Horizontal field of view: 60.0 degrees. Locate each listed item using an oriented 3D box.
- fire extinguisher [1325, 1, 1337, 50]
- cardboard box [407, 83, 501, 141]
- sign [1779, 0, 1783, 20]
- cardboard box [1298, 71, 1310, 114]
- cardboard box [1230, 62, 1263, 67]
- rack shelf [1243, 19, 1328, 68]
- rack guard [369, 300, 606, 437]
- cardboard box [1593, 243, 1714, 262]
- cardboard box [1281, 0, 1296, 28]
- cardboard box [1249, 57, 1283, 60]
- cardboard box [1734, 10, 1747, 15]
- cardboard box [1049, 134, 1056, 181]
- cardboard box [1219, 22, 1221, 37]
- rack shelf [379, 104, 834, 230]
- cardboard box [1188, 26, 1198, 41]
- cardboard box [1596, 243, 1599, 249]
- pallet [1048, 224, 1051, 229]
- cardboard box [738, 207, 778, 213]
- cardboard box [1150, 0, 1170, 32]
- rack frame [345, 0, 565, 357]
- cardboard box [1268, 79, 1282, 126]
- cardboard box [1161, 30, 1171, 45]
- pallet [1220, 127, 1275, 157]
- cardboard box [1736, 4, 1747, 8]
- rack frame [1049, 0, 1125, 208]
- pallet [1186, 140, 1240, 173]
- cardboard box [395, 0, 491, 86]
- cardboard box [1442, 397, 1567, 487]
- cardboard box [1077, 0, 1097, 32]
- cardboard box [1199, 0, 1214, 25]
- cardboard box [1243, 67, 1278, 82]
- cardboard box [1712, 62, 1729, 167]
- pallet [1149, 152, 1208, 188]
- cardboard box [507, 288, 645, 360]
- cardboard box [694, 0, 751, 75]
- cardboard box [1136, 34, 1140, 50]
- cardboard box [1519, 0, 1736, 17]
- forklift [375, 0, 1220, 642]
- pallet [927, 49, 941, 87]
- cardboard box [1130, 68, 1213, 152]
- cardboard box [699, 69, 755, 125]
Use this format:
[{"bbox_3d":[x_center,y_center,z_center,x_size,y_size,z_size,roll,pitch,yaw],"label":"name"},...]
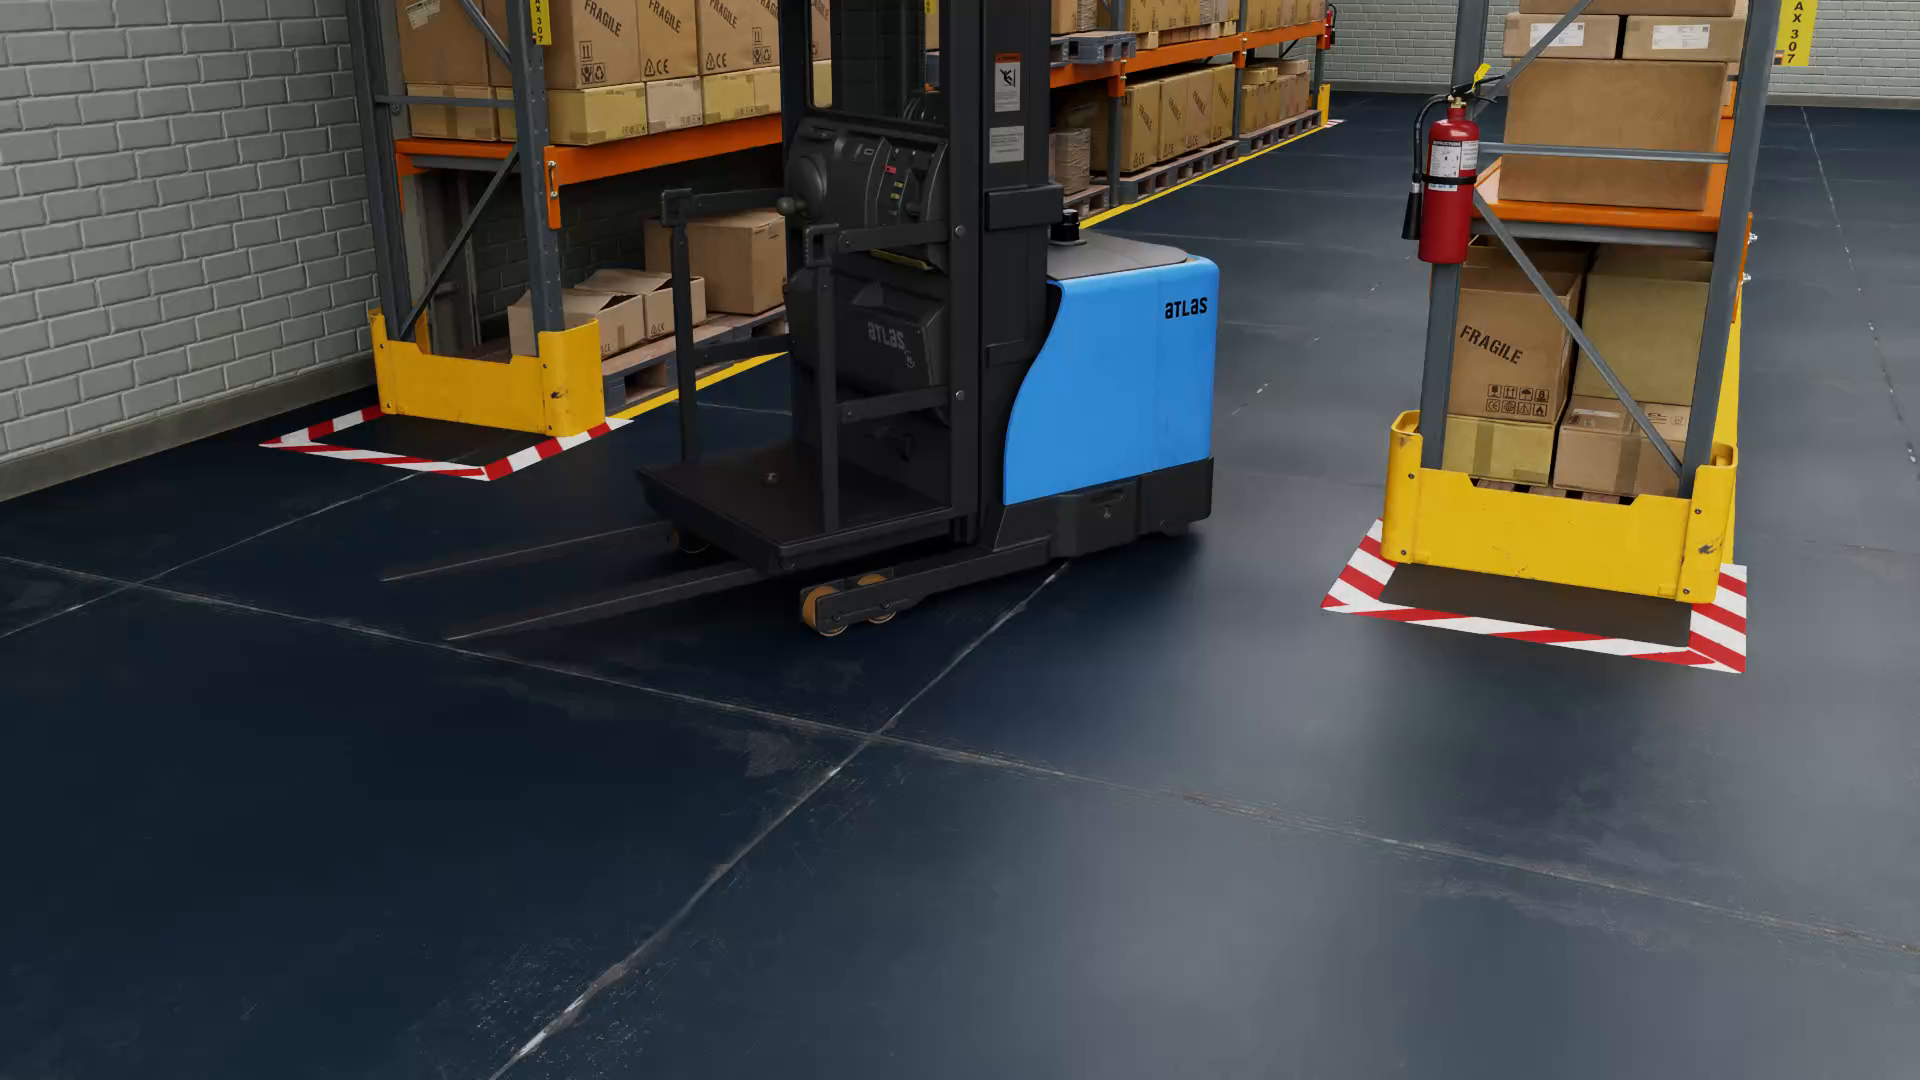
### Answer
[{"bbox_3d":[4.699,-6.662,21.397,0.296,0.674,0.183,9,21,23],"label":"fire extinguisher"},{"bbox_3d":[-2.321,-2.109,8.115,0.500,0.250,0.500,9,21,23],"label":"cardboard box"},{"bbox_3d":[4.330,-2.914,8.776,0.100,0.325,0.005,9,21,23],"label":"sign"},{"bbox_3d":[4.021,-5.684,21.078,0.700,0.500,0.500,9,21,23],"label":"cardboard box"},{"bbox_3d":[3.477,-5.746,20.285,0.380,0.149,0.250,9,21,23],"label":"cardboard box"},{"bbox_3d":[3.397,-5.941,19.772,1.077,0.370,4.000,9,21,23],"label":"rack shelf"},{"bbox_3d":[-2.304,-0.846,8.101,1.175,0.500,0.348,9,21,23],"label":"rack guard"},{"bbox_3d":[3.004,-1.019,7.214,0.500,0.500,0.500,9,21,23],"label":"cardboard box"},{"bbox_3d":[3.408,-6.420,19.596,0.980,0.700,0.700,7,21,20],"label":"cardboard box"},{"bbox_3d":[3.890,-6.055,21.154,0.380,0.149,0.250,9,21,23],"label":"cardboard box"},{"bbox_3d":[2.752,-1.922,6.280,0.380,0.149,0.250,9,21,23],"label":"cardboard box"},{"bbox_3d":[0.376,-3.107,13.802,0.700,0.500,0.500,9,21,23],"label":"cardboard box"},{"bbox_3d":[2.469,-5.264,17.140,0.380,0.149,0.250,9,22,24],"label":"cardboard box"},{"bbox_3d":[-1.516,-2.273,9.457,1.077,0.370,4.000,9,21,23],"label":"rack shelf"},{"bbox_3d":[2.138,-5.035,16.496,0.380,0.149,0.250,8,21,21],"label":"cardboard box"},{"bbox_3d":[2.736,-1.243,7.844,0.500,0.500,0.500,9,21,23],"label":"cardboard box"},{"bbox_3d":[0.118,-2.522,13.245,1.003,0.211,1.213,9,21,23],"label":"pallet"},{"bbox_3d":[-1.086,-1.930,10.493,0.500,0.500,0.500,7,21,19],"label":"cardboard box"},{"bbox_3d":[1.596,-4.915,15.189,0.500,0.500,0.500,9,22,24],"label":"cardboard box"},{"bbox_3d":[-2.335,-2.000,7.617,1.000,3.000,0.127,9,21,23],"label":"rack frame"},{"bbox_3d":[3.399,-5.213,19.755,0.700,0.500,0.500,9,22,24],"label":"cardboard box"},{"bbox_3d":[1.788,-4.803,15.843,0.380,0.149,0.250,9,21,24],"label":"cardboard box"},{"bbox_3d":[2.961,-4.577,19.023,1.003,0.211,1.213,9,21,23],"label":"pallet"},{"bbox_3d":[3.068,-2.159,6.946,0.380,0.149,0.250,8,21,22],"label":"cardboard box"},{"bbox_3d":[0.940,-4.446,14.494,1.000,3.000,0.127,9,21,23],"label":"rack frame"},{"bbox_3d":[2.331,-4.109,17.707,1.003,0.211,1.213,9,21,23],"label":"pallet"},{"bbox_3d":[-2.336,-2.466,8.000,0.500,0.500,0.500,8,21,22],"label":"cardboard box"},{"bbox_3d":[2.135,-0.429,6.674,0.500,0.250,0.500,9,21,23],"label":"cardboard box"},{"bbox_3d":[0.757,-4.555,13.995,0.700,0.500,0.500,6,20,16],"label":"cardboard box"},{"bbox_3d":[2.206,-5.380,16.497,0.500,0.500,0.500,9,21,23],"label":"cardboard box"},{"bbox_3d":[3.498,-5.448,19.448,0.380,0.149,0.250,8,21,21],"label":"cardboard box"},{"bbox_3d":[2.807,-1.822,6.966,0.700,0.500,0.500,9,21,23],"label":"cardboard box"},{"bbox_3d":[1.833,-3.734,16.654,1.003,0.211,1.213,9,21,23],"label":"pallet"},{"bbox_3d":[-1.970,-1.140,8.554,0.500,0.311,0.500,6,20,17],"label":"cardboard box"},{"bbox_3d":[-1.437,-2.704,8.670,0.500,0.500,0.500,8,21,21],"label":"cardboard box"},{"bbox_3d":[1.398,-4.482,14.939,0.380,0.149,0.250,9,21,23],"label":"cardboard box"},{"bbox_3d":[2.410,-2.137,5.917,0.700,0.500,0.500,9,21,23],"label":"cardboard box"},{"bbox_3d":[-0.505,-1.259,5.635,3.031,2.935,1.130,-14,24,-33],"label":"forklift"},{"bbox_3d":[-0.252,-3.346,11.688,1.003,0.211,1.213,9,21,23],"label":"pallet"},{"bbox_3d":[2.070,-4.365,16.848,0.750,0.750,0.750,9,22,24],"label":"cardboard box"},{"bbox_3d":[-1.432,-2.360,8.823,0.500,0.250,0.500,8,21,22],"label":"cardboard box"}]
